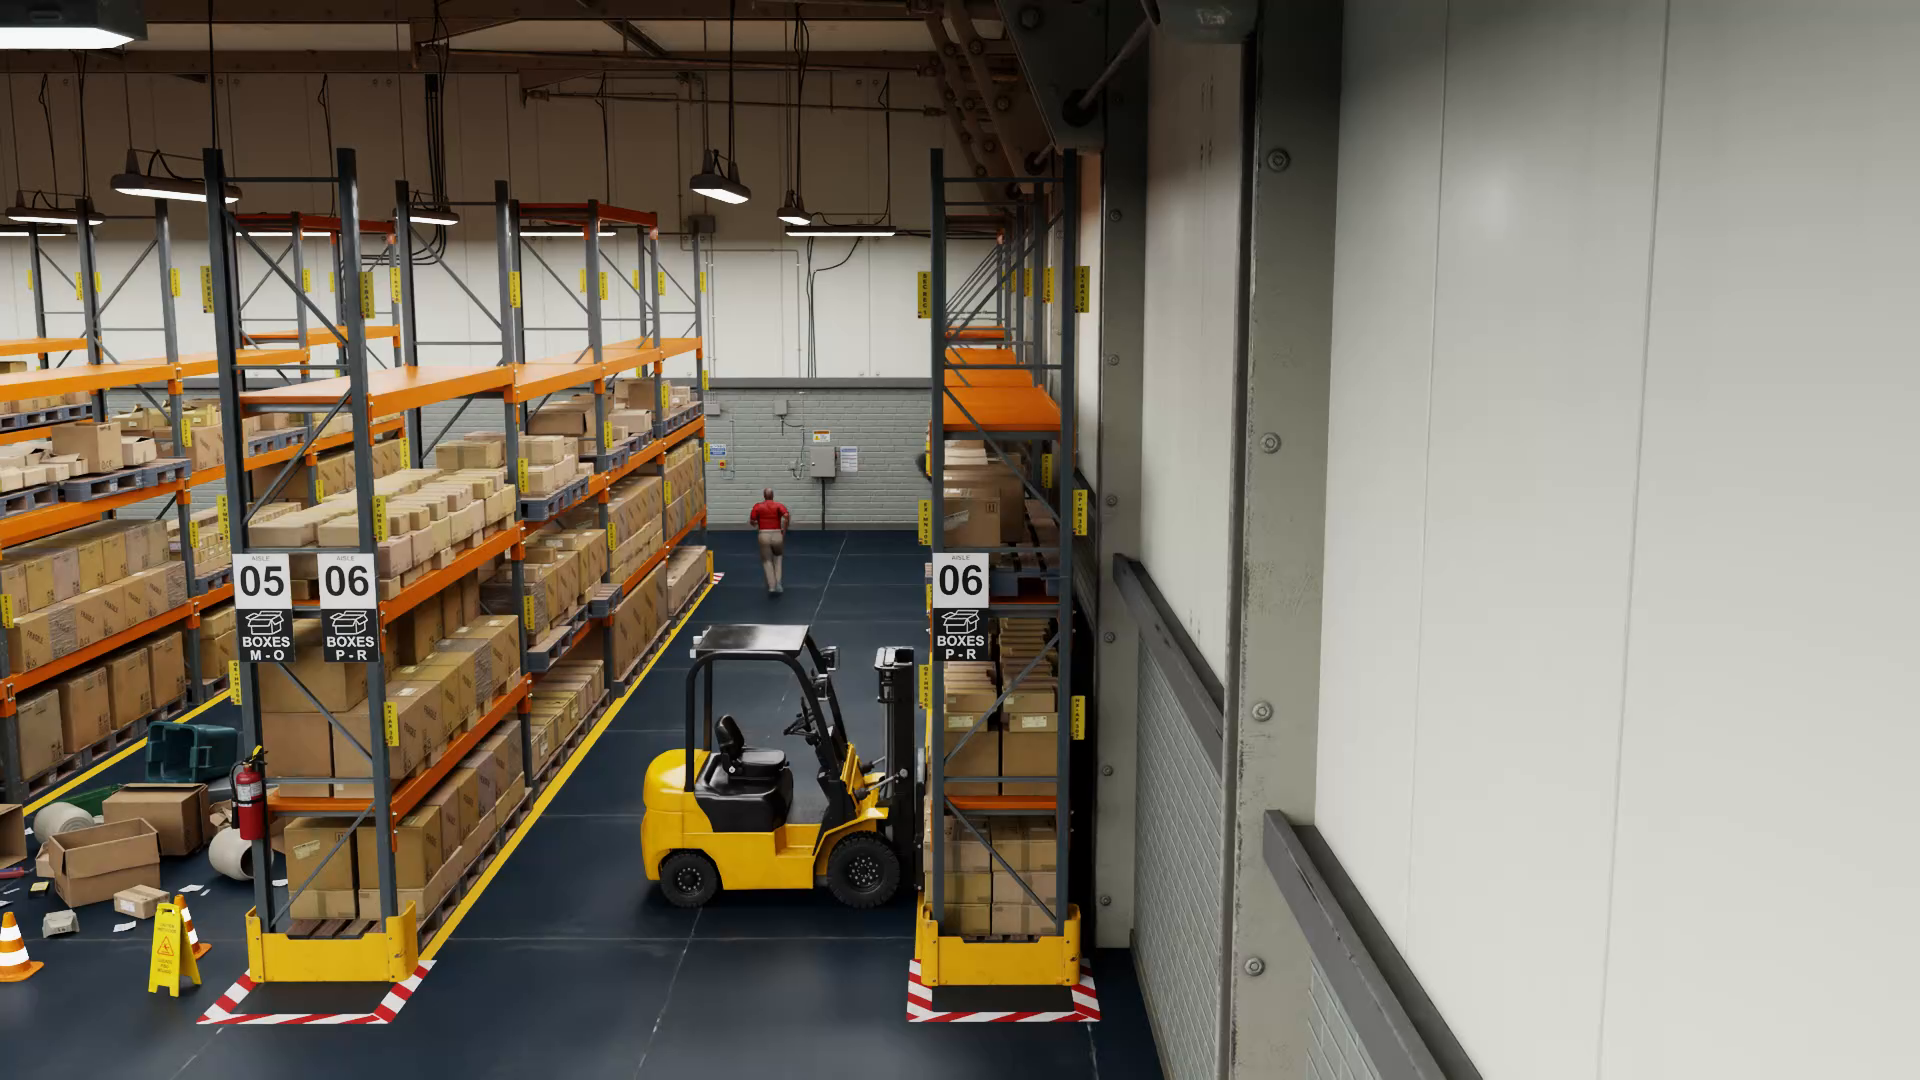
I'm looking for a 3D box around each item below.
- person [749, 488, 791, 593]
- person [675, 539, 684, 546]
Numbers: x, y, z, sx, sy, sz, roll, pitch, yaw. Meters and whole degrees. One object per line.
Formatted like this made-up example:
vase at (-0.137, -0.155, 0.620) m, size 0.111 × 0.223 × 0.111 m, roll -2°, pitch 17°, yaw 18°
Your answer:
person at (-3.066, 0.043, 26.808) m, size 0.639 × 1.771 × 0.801 m, roll -2°, pitch 9°, yaw -12°
person at (-4.991, -0.323, 29.114) m, size 0.656 × 1.663 × 0.643 m, roll 1°, pitch 9°, yaw 4°
